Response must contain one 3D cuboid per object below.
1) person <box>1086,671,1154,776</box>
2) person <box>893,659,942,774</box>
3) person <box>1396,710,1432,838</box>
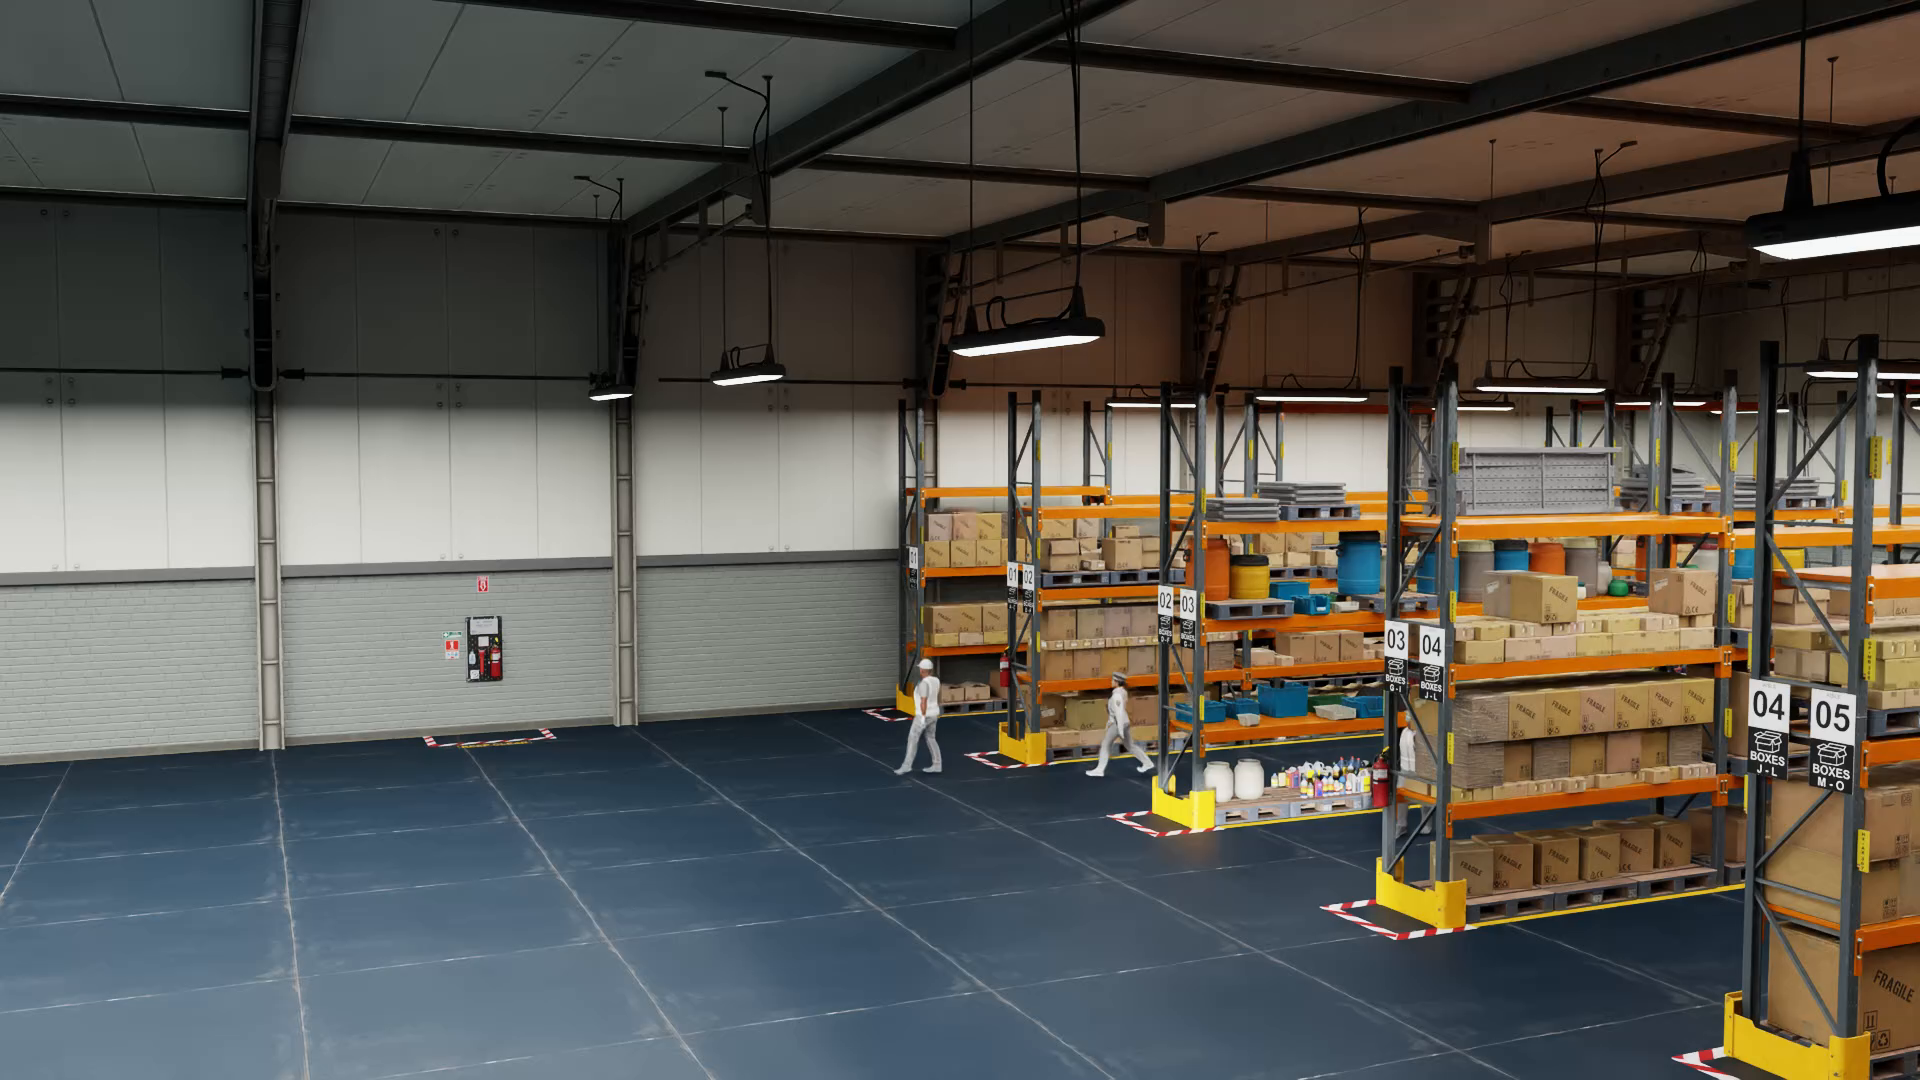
[{"bbox_3d":[2.474,2.825,25.662,1.058,1.626,0.539,0,3,6],"label":"person"},{"bbox_3d":[-0.615,2.750,26.019,0.676,1.787,0.645,2,4,27],"label":"person"},{"bbox_3d":[5.957,3.061,21.827,0.668,1.672,0.498,-3,4,-40],"label":"person"}]
